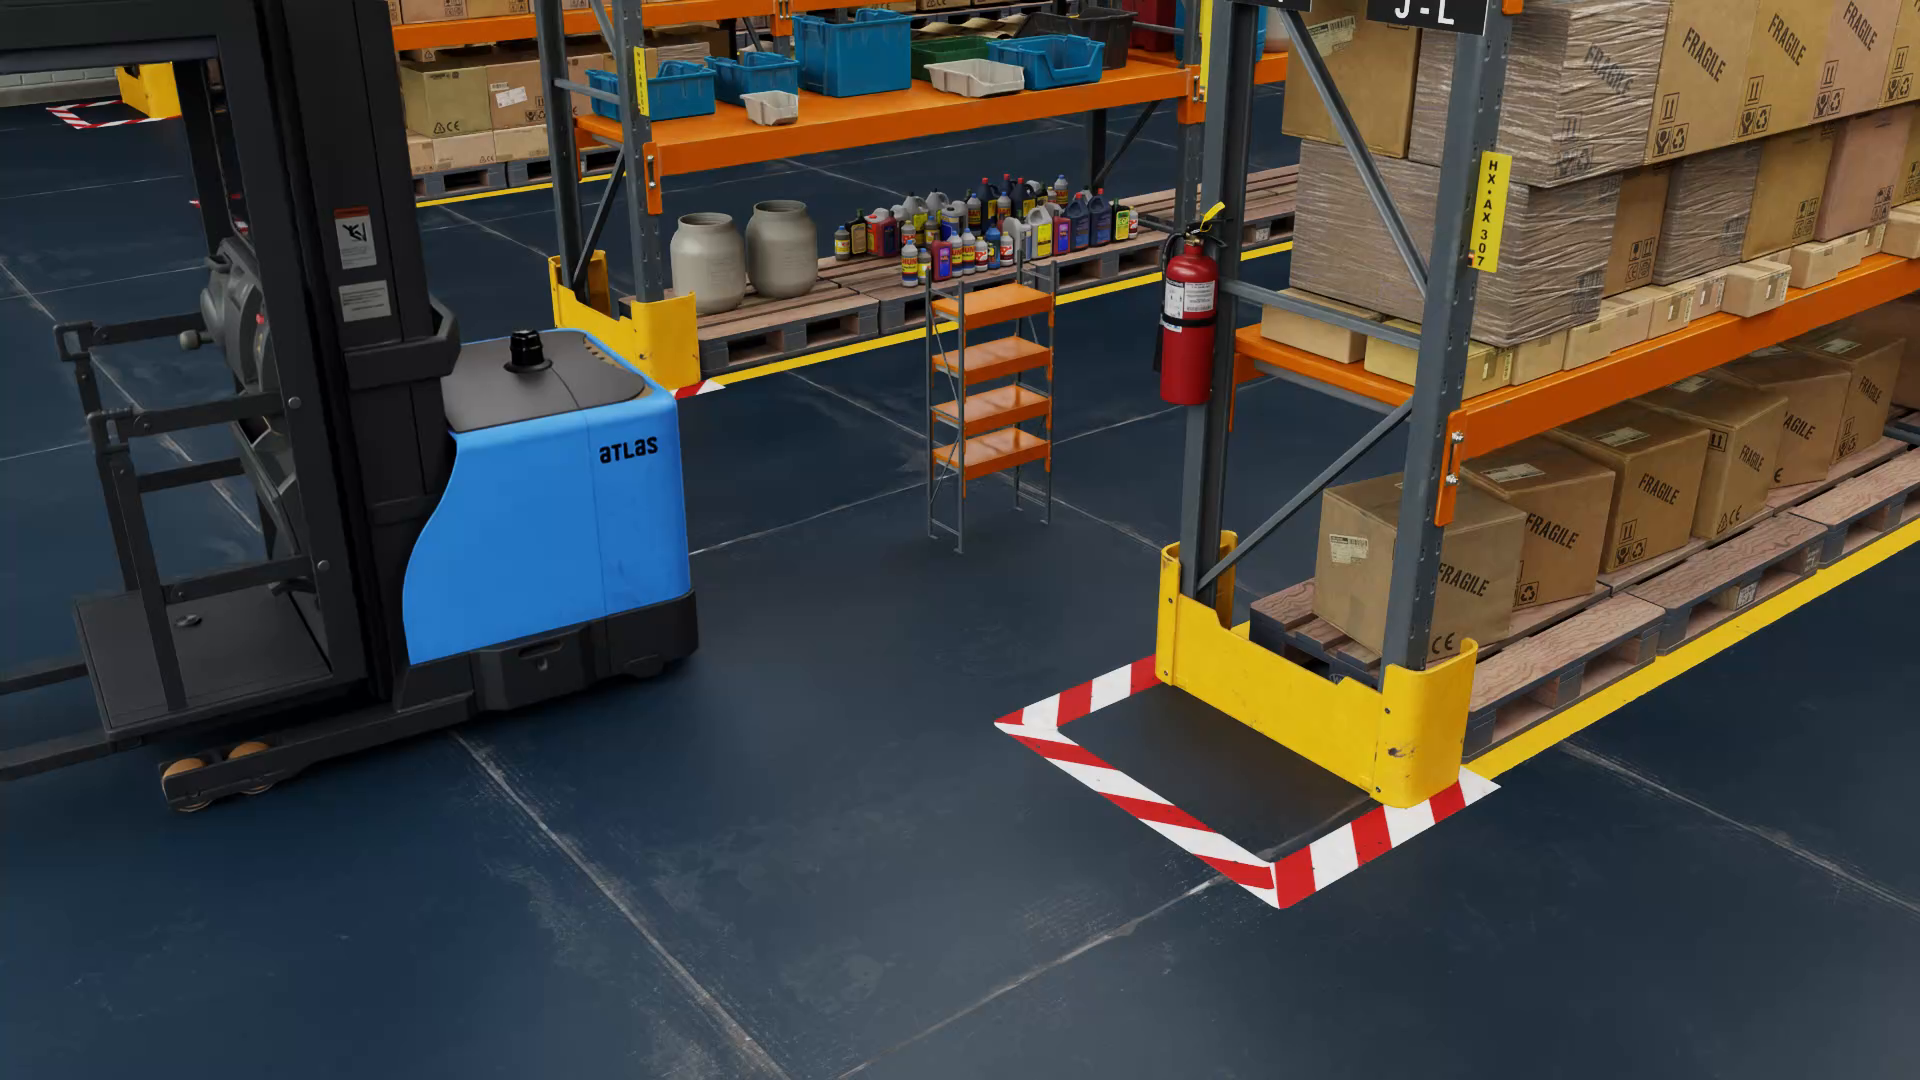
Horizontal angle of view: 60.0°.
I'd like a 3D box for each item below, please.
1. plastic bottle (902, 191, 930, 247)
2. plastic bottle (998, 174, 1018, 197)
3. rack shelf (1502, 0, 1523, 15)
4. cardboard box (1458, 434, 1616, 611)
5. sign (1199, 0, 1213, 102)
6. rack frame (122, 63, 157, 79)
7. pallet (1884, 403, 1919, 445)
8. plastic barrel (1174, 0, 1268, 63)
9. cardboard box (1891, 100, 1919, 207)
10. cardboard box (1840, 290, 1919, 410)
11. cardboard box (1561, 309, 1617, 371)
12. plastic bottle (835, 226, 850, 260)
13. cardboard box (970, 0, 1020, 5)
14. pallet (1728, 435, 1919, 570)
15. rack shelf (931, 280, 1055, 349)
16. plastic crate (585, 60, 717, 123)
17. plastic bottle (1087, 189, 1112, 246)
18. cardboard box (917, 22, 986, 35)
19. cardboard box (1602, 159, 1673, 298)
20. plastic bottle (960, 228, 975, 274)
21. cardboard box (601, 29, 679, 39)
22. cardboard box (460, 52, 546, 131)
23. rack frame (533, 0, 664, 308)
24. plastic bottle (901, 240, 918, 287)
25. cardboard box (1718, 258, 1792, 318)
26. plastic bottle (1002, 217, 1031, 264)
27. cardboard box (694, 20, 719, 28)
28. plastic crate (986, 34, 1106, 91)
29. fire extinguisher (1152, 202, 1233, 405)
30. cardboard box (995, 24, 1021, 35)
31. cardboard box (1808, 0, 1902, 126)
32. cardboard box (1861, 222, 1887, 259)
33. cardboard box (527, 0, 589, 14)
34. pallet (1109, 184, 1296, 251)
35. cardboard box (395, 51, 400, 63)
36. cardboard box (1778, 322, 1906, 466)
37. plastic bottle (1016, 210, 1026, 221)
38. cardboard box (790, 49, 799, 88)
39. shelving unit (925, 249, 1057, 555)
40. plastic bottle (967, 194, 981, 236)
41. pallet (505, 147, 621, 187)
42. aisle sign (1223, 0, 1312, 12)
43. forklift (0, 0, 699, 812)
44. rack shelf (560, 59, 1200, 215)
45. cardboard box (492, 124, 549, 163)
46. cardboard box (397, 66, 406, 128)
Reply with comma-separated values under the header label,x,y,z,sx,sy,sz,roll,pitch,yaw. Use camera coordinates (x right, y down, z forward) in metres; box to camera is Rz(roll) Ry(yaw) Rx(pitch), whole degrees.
label,x,y,z,sx,sy,sz,roll,pitch,yaw
plastic bottle,-0.295,-2.097,10.829,0.185,0.351,0.144,-17,30,-32
plastic bottle,0.334,-2.305,11.277,0.185,0.351,0.144,-17,30,-33
rack shelf,2.708,-2.253,5.833,4.000,0.370,1.077,-18,31,-34
cardboard box,2.085,-0.079,6.328,0.500,0.500,0.500,-10,27,-21
sign,0.807,-1.557,5.290,0.005,0.325,0.100,-18,31,-34
rack frame,-8.035,-5.622,15.800,0.127,3.000,1.000,-18,31,-34
pallet,4.894,-0.676,8.456,1.213,0.211,1.003,-18,31,-34
plastic barrel,1.717,-3.606,10.862,0.708,0.901,0.600,-18,31,-34
cardboard box,3.474,-1.704,6.886,0.500,0.500,0.875,-18,31,-34
cardboard box,4.778,-0.956,8.194,0.500,0.500,0.700,-21,32,-38
cardboard box,1.920,-0.699,5.491,0.250,0.149,0.380,-18,31,-34
plastic bottle,-0.747,-1.892,10.566,0.097,0.201,0.097,0,25,0
cardboard box,0.279,-7.511,21.925,0.750,0.750,0.750,-17,30,-33
pallet,3.775,-0.287,7.618,1.213,0.211,1.003,-18,31,-34
rack shelf,0.130,-0.944,6.925,0.480,0.148,0.258,-18,31,-34
plastic crate,-1.713,-2.502,9.254,0.616,0.251,0.499,-18,31,-34
plastic bottle,0.897,-2.114,10.866,0.185,0.351,0.144,-19,31,-35
cardboard box,-0.085,-4.948,16.449,0.500,0.311,0.500,-19,31,-35
cardboard box,1.903,-1.183,5.763,0.500,0.500,0.875,-18,31,-34
plastic bottle,0.045,-1.785,10.251,0.097,0.271,0.097,0,25,0
cardboard box,-2.775,-4.155,14.516,0.500,0.500,0.500,-18,31,-34
cardboard box,-3.639,-3.595,13.311,0.500,0.500,0.500,-18,31,-34
rack frame,-1.922,-2.340,8.729,0.127,3.000,1.000,-18,31,-34
plastic bottle,-0.303,-1.670,10.003,0.097,0.271,0.097,0,25,0
cardboard box,2.746,-0.938,6.006,0.250,0.149,0.380,-18,31,-34
plastic bottle,0.361,-1.906,10.506,0.135,0.276,0.152,-18,30,-33
cardboard box,-3.125,-6.328,19.768,0.500,0.500,0.700,-18,31,-34
plastic crate,0.522,-2.934,10.185,0.616,0.251,0.499,-18,31,-34
fire extinguisher,0.760,-0.787,5.474,0.183,0.674,0.296,-18,31,-34
cardboard box,0.654,-4.903,16.352,0.500,0.311,0.500,-19,31,-35
cardboard box,2.915,-1.775,5.852,0.500,0.500,0.500,-18,31,-34
cardboard box,3.452,-1.241,6.659,0.250,0.149,0.380,-18,31,-34
cardboard box,-3.384,-4.547,13.366,0.500,0.500,0.700,-17,30,-33
pallet,1.820,-2.331,12.022,1.213,0.211,1.003,-18,31,-34
cardboard box,-6.159,-5.158,17.666,0.250,0.149,0.380,-21,32,-38
cardboard box,3.942,-0.704,7.675,0.500,0.500,0.500,-19,31,-36
plastic bottle,0.408,-1.977,10.651,0.133,0.283,0.061,-18,31,-34
cardboard box,-1.349,-4.243,14.931,0.500,0.311,0.500,-18,30,-34
shelving unit,0.130,-0.587,7.090,0.503,1.200,0.258,-18,31,-34
plastic bottle,0.093,-2.169,11.079,0.097,0.271,0.097,0,25,0
pallet,-3.440,-3.245,13.990,1.213,0.211,1.003,-18,31,-34
aisle sign,0.900,-1.962,4.825,0.004,0.787,0.394,-18,31,-34
forklift,-2.503,-0.708,5.294,3.031,2.935,1.130,-14,29,-28
rack shelf,-0.348,-2.533,9.999,4.000,0.370,1.077,-18,31,-34
cardboard box,-3.631,-3.251,13.460,0.500,0.250,0.500,-18,31,-34
cardboard box,-4.737,-3.503,13.111,0.500,0.500,0.500,-18,31,-34
